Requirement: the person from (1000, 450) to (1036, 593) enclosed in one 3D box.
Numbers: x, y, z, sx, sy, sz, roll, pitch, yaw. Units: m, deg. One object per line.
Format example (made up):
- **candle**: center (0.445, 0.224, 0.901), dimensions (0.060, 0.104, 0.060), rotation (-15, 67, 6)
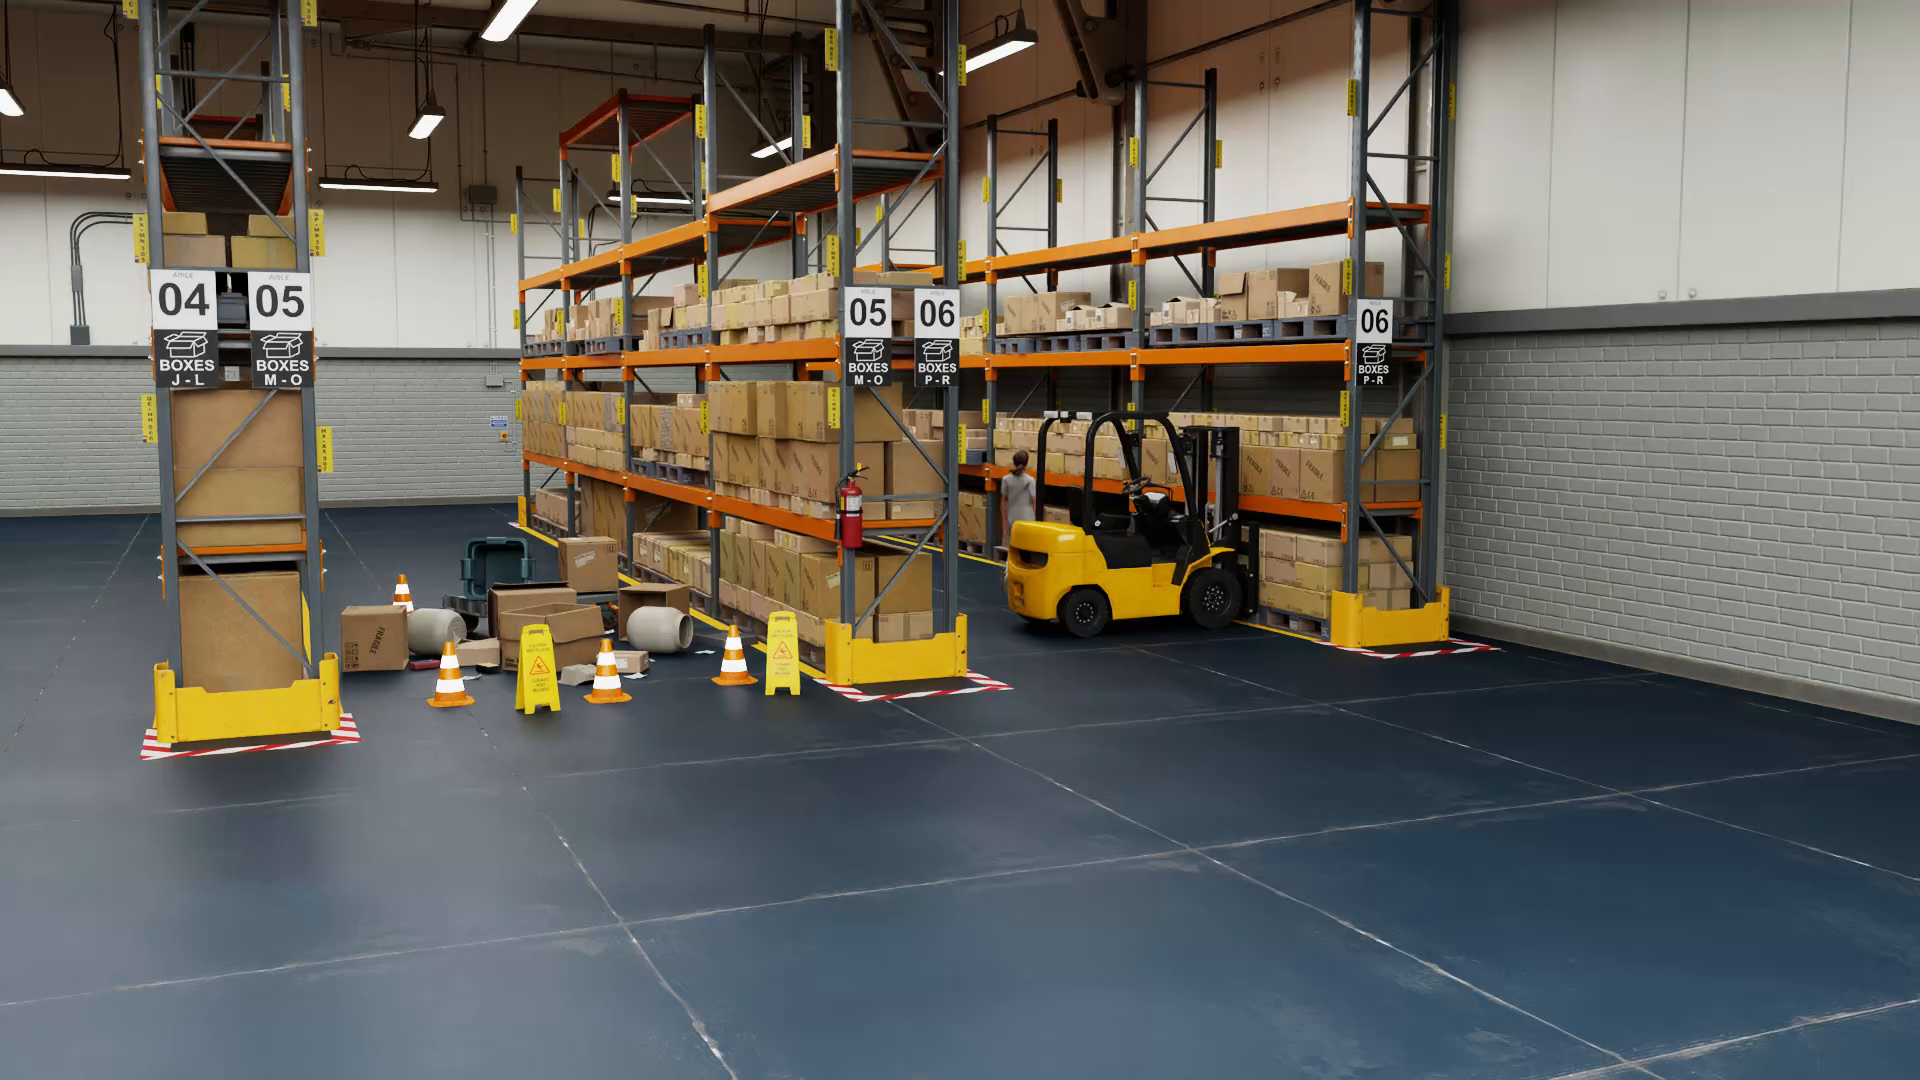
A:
- **person**: center (0.703, -0.177, 18.717), dimensions (0.454, 1.644, 0.461), rotation (4, 7, 33)
